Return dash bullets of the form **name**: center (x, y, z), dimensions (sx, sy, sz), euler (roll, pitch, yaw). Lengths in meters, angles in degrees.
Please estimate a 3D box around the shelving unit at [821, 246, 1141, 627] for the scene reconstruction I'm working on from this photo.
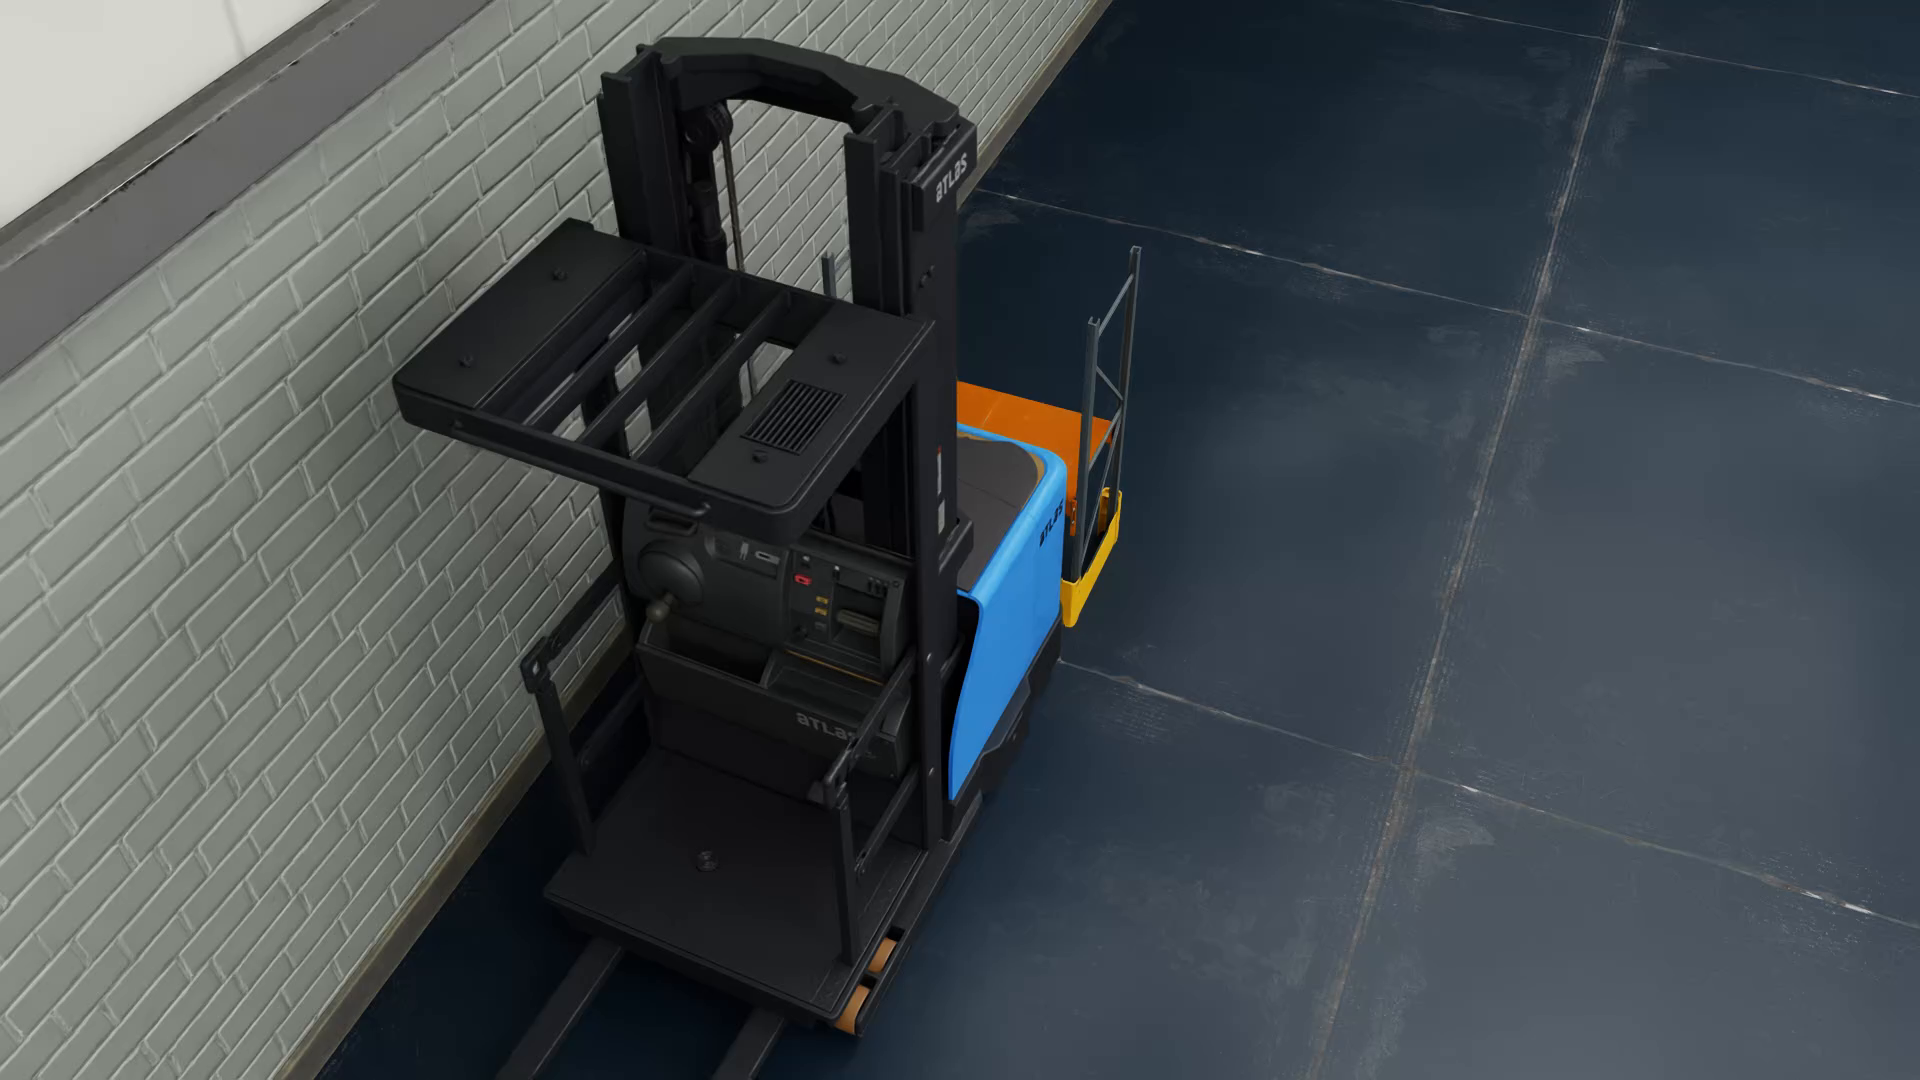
- **shelving unit**: center (0.070, -0.511, 6.539), dimensions (1.083, 1.500, 0.587), euler (16, 47, 16)

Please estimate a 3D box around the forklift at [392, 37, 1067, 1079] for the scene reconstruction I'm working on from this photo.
- **forklift**: center (-0.679, 0.223, 4.786), dimensions (1.130, 2.935, 3.031), euler (18, 48, 17)

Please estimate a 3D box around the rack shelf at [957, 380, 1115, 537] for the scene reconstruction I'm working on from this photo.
- **rack shelf**: center (0.079, -0.381, 6.664), dimensions (1.000, 0.185, 0.538), euler (16, 47, 16)

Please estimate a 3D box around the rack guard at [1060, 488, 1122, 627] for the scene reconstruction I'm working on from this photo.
- **rack guard**: center (0.530, 0.067, 6.844), dimensions (0.087, 0.250, 0.587), euler (16, 47, 16)

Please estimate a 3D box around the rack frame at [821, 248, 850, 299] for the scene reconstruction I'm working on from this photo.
- **rack frame**: center (-0.390, -0.647, 6.675), dimensions (0.032, 1.500, 0.500), euler (16, 47, 16)

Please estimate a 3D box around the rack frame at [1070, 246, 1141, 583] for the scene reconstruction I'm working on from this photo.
- **rack frame**: center (0.548, -0.370, 6.398), dimensions (0.032, 1.500, 0.500), euler (16, 47, 16)
